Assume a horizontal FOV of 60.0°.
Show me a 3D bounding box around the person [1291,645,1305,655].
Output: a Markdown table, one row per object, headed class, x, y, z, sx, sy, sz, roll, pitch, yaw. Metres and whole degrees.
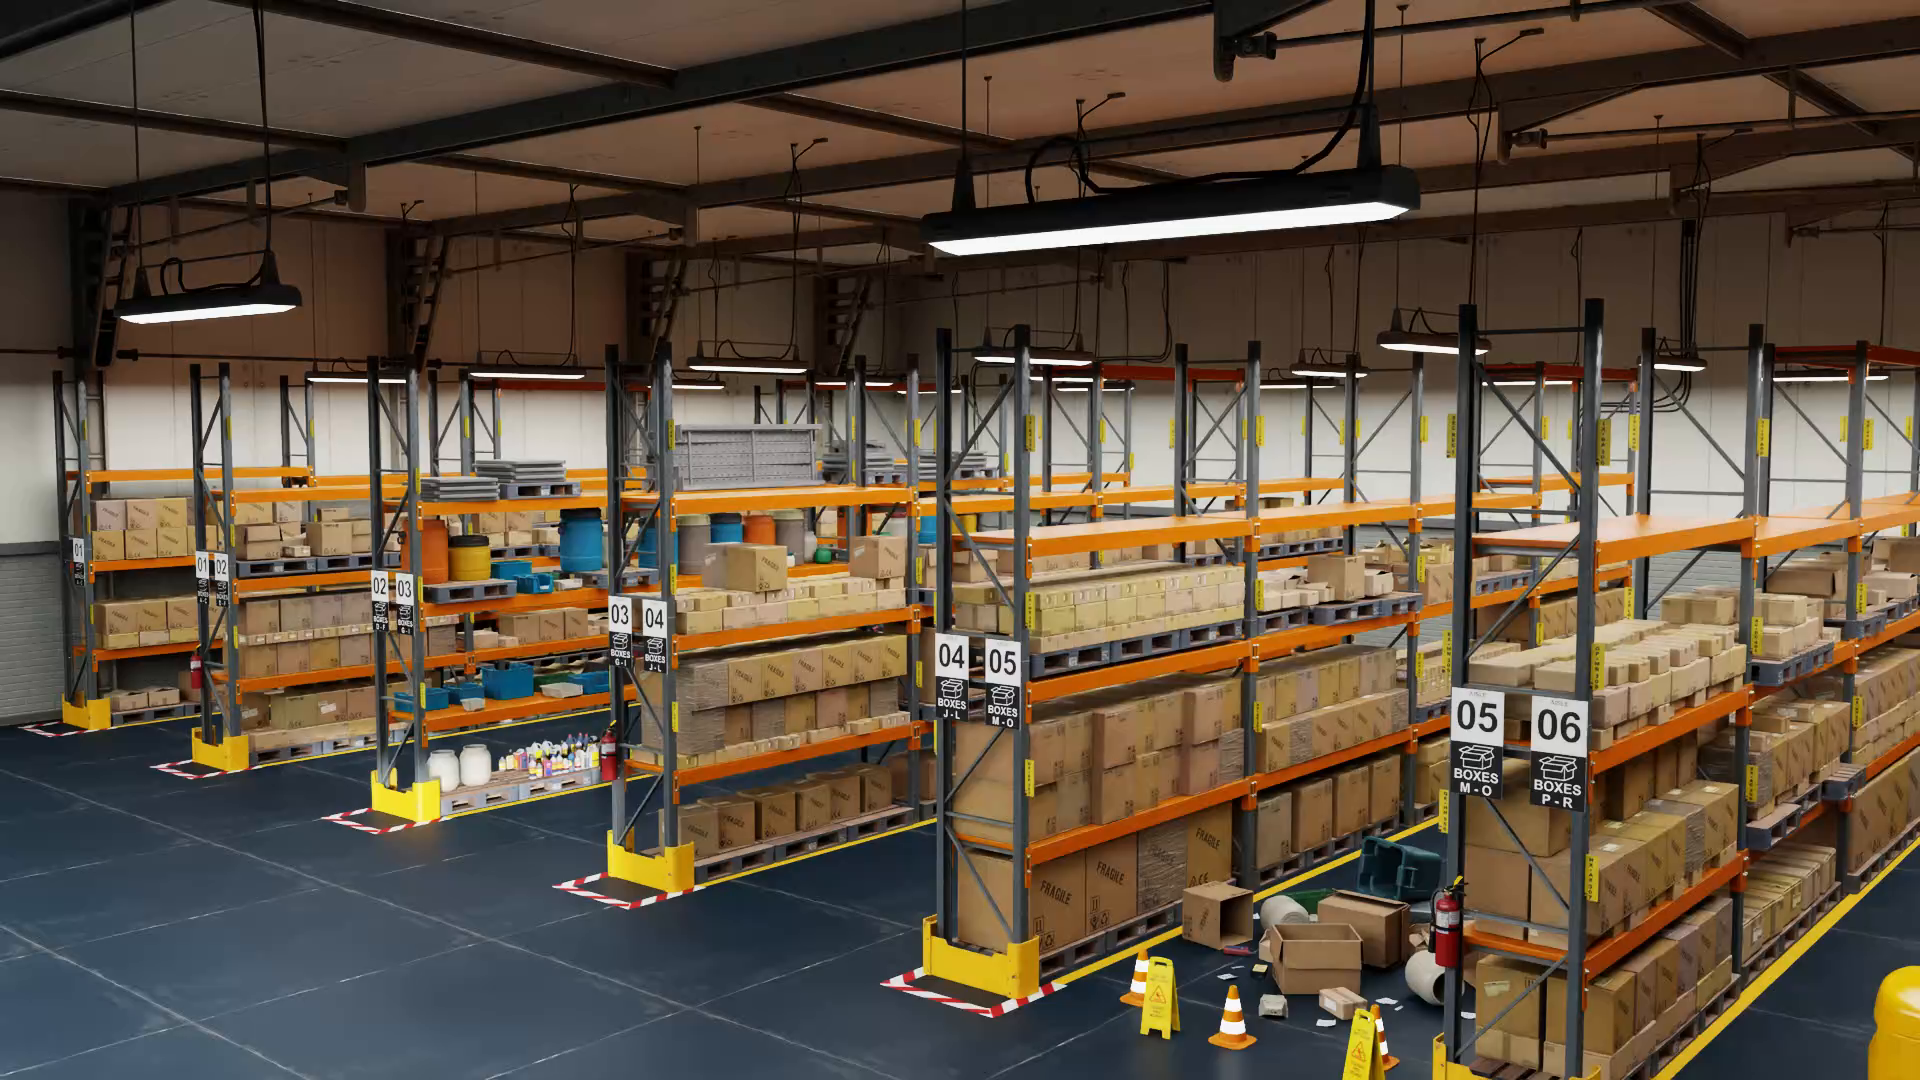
| class | x | y | z | sx | sy | sz | roll | pitch | yaw |
| --- | --- | --- | --- | --- | --- | --- | --- | --- | --- |
| person | 5.215 | 2.459 | 26.300 | 0.605 | 1.717 | 0.500 | -2 | 5 | -25 |
